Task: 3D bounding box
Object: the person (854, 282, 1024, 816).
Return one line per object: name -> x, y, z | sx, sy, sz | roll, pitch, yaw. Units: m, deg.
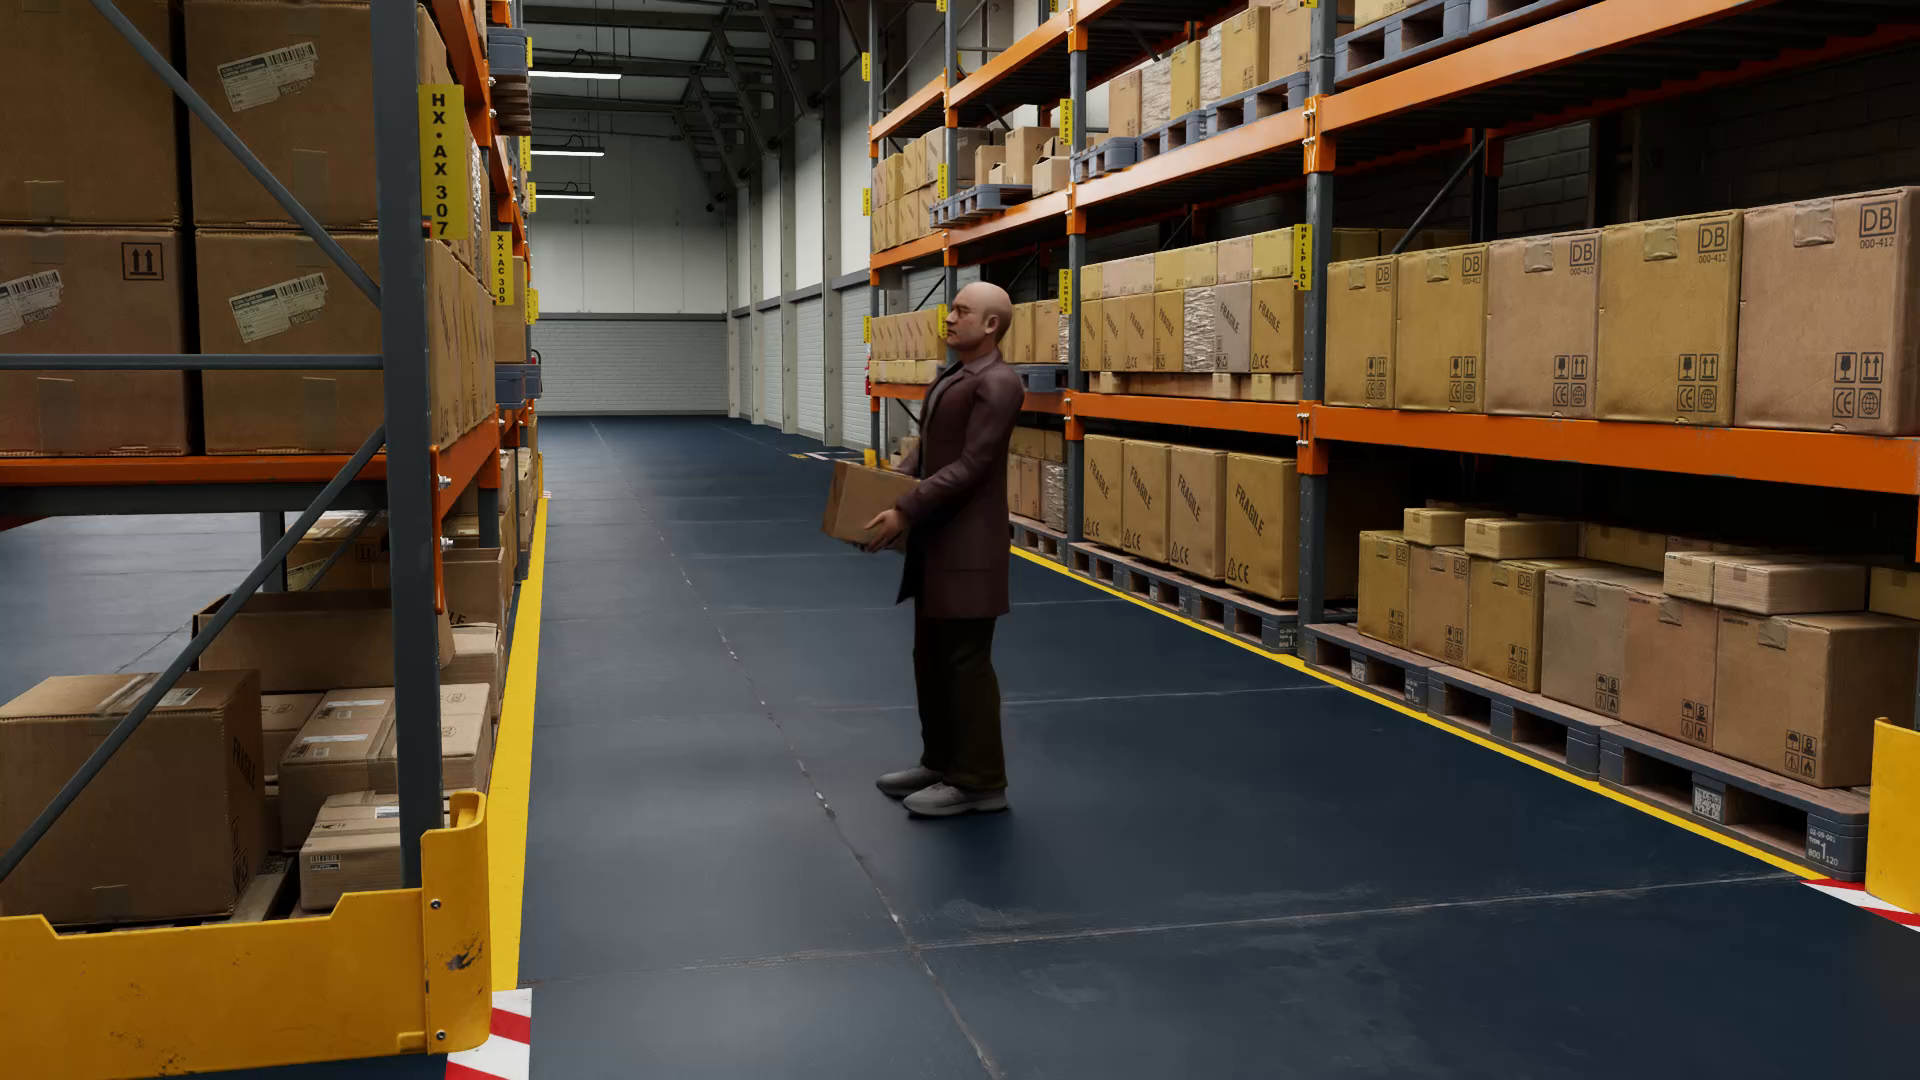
person -> -0.092, 0.028, 5.596 | 0.553, 1.778, 0.541 | -2, 6, -19
